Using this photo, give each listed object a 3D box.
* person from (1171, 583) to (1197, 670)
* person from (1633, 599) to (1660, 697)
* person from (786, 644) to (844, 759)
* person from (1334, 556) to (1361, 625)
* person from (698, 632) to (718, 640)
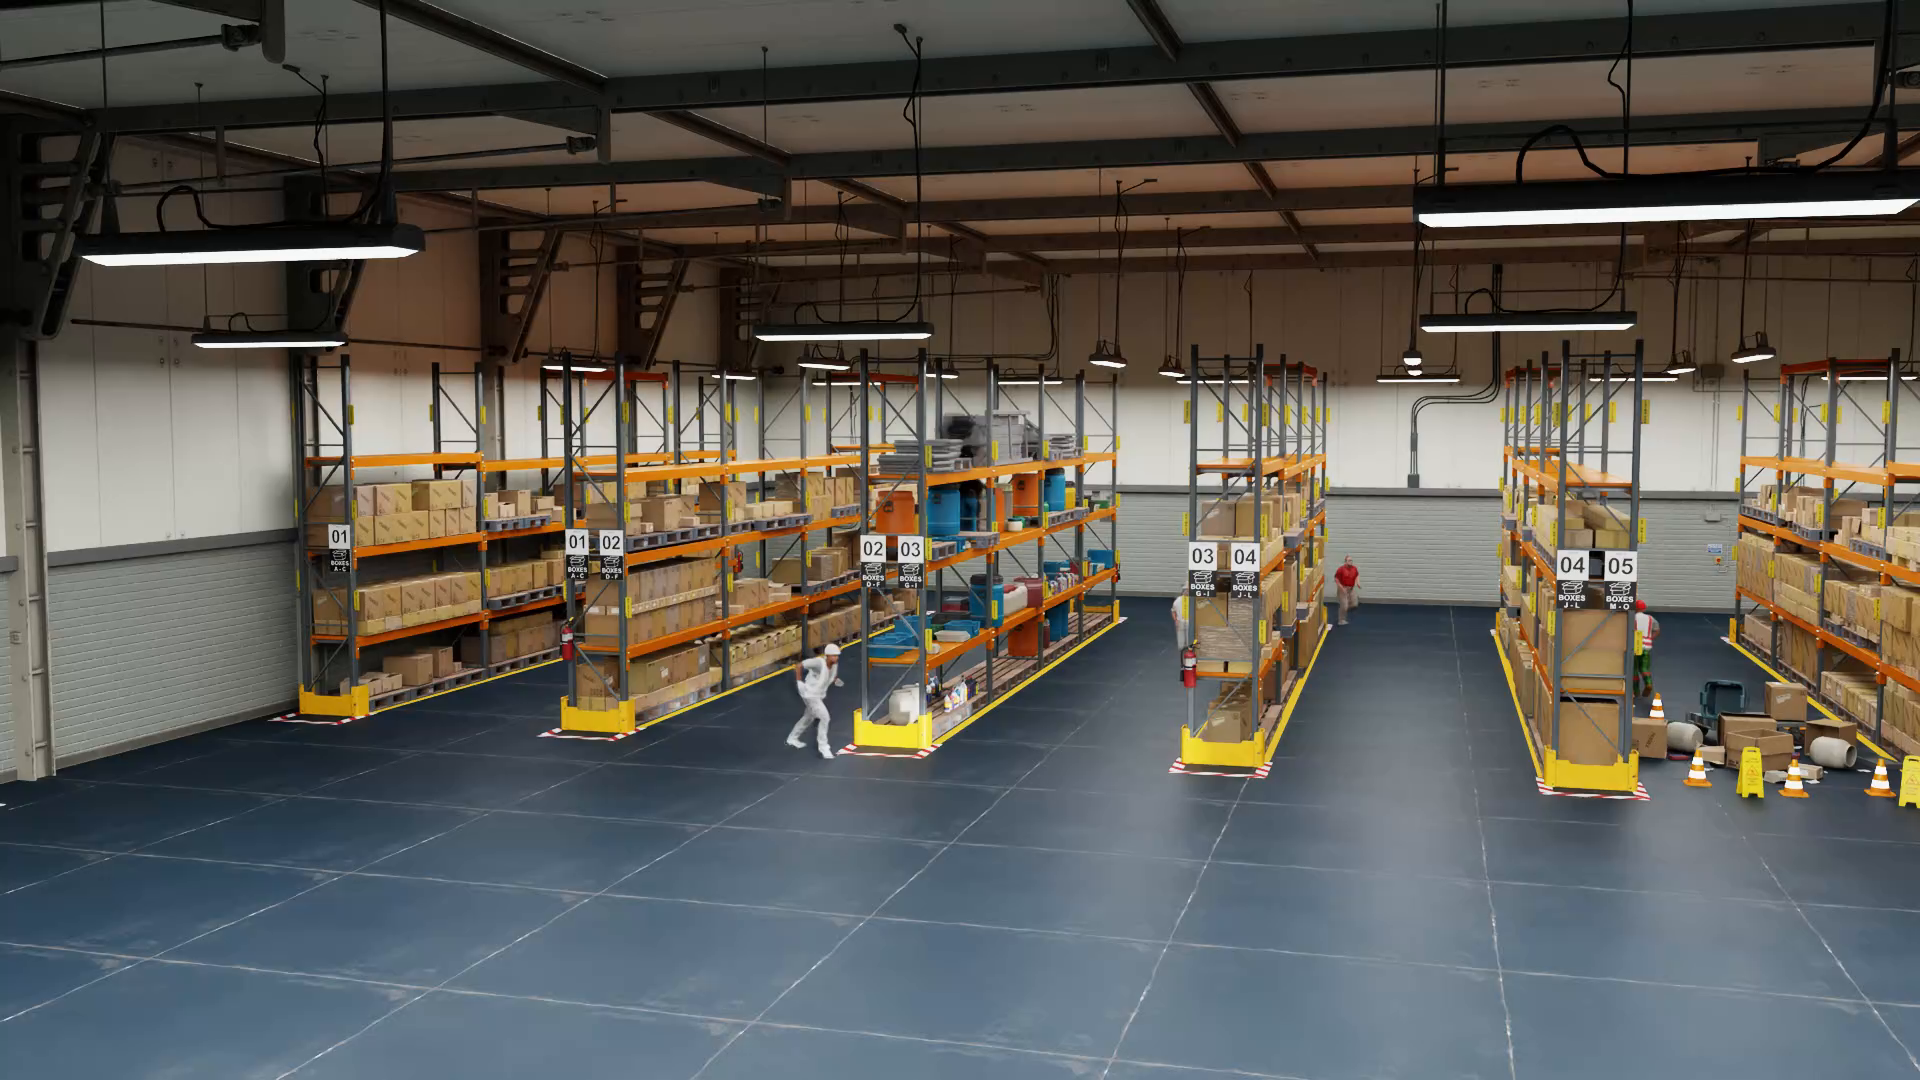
[{"bbox_3d":[4.450,1.699,32.607,0.652,1.726,0.590,1,5,19],"label":"person"},{"bbox_3d":[12.049,1.936,29.387,0.659,1.739,0.825,1,4,8],"label":"person"},{"bbox_3d":[-2.170,2.360,24.436,1.026,1.730,0.733,3,5,34],"label":"person"},{"bbox_3d":[9.231,1.201,39.627,0.670,1.654,0.566,-2,5,-20],"label":"person"},{"bbox_3d":[-5.356,1.569,35.285,0.524,1.649,0.797,1,4,10],"label":"person"}]
